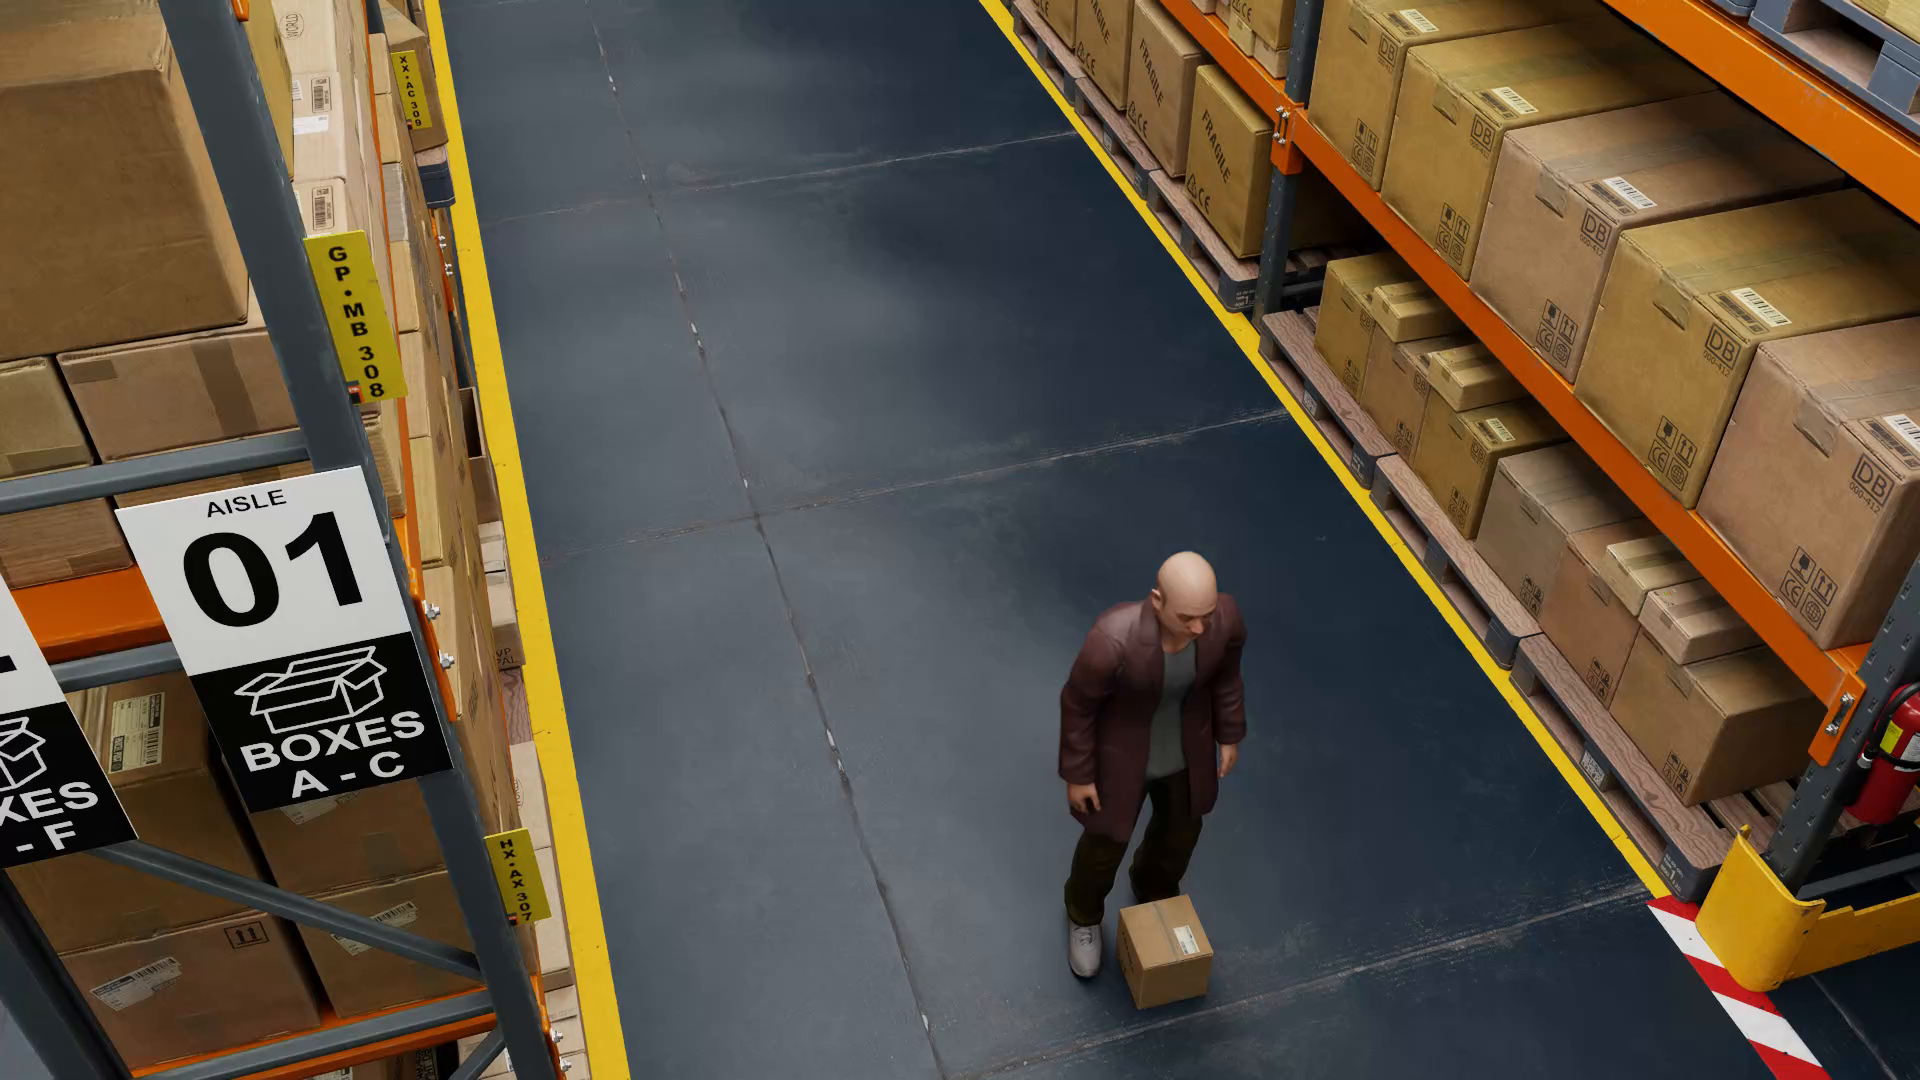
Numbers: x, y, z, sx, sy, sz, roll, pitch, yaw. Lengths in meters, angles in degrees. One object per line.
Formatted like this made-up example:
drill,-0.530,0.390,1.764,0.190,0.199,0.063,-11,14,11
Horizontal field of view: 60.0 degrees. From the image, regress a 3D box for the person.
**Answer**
person,0.622,0.693,5.392,0.652,1.774,0.417,-12,43,-14
